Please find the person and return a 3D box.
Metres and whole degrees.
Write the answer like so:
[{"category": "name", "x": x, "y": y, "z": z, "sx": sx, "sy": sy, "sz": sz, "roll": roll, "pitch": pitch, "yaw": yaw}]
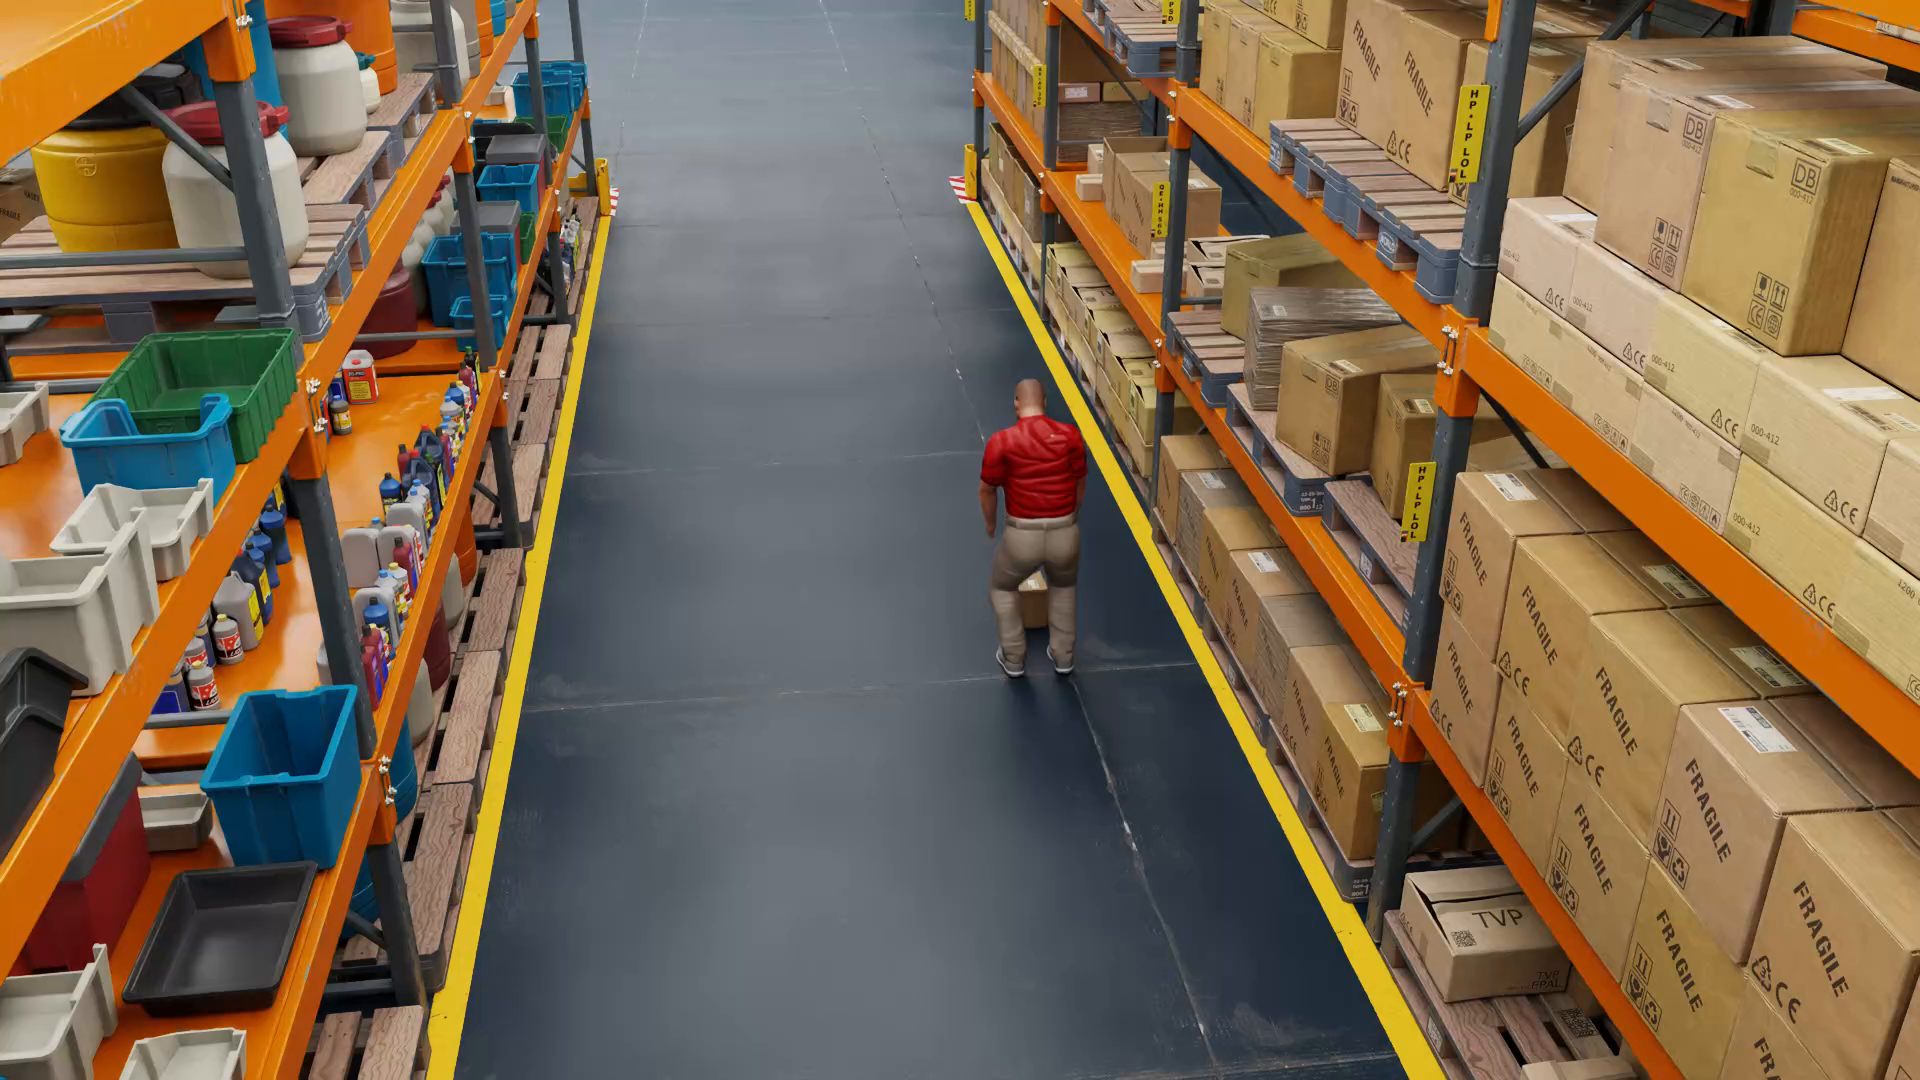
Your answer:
[{"category": "person", "x": 0.386, "y": -0.038, "z": 8.839, "sx": 0.571, "sy": 1.624, "sz": 0.503, "roll": -3, "pitch": 27, "yaw": -5}]
